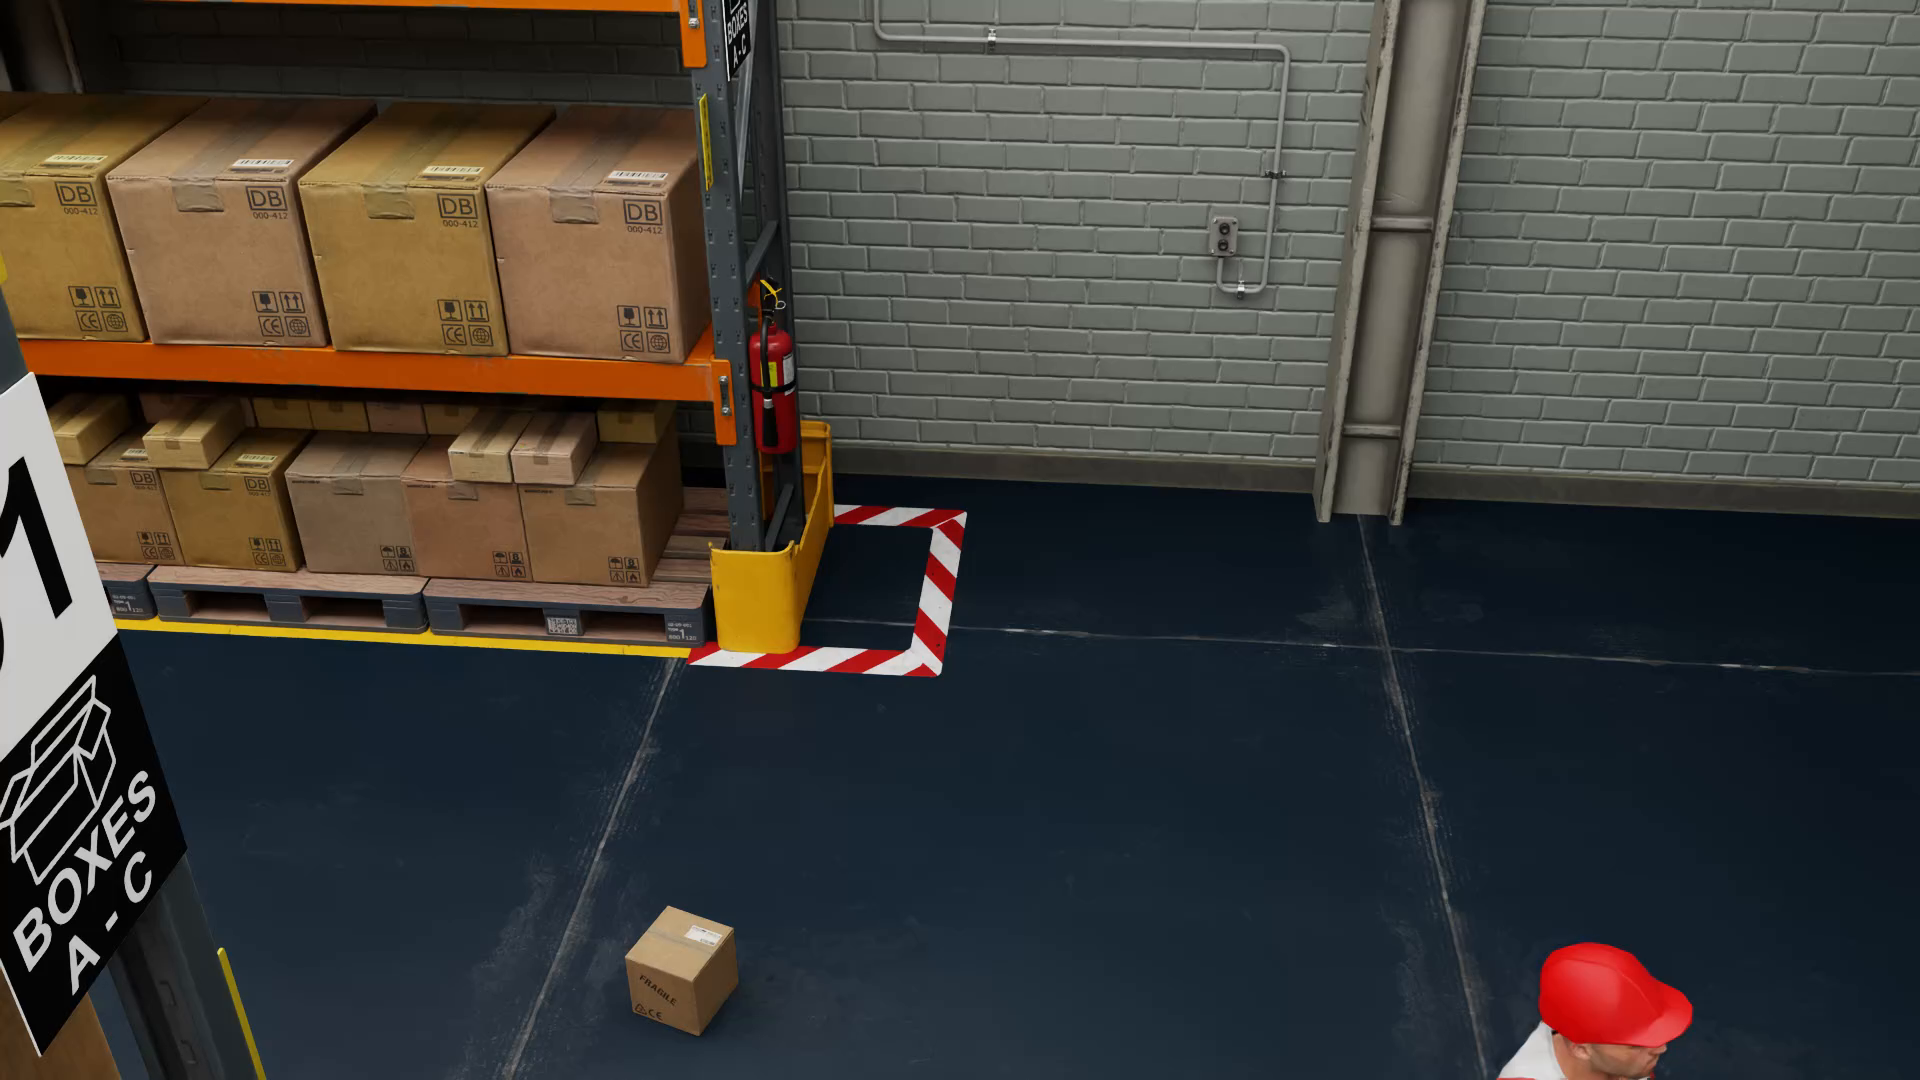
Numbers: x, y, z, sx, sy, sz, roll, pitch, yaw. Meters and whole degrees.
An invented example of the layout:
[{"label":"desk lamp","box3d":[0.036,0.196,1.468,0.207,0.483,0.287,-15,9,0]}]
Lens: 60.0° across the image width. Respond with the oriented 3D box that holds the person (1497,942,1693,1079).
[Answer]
[{"label":"person","box3d":[1.254,1.541,3.567,0.543,1.782,0.501,-27,41,-36]}]
